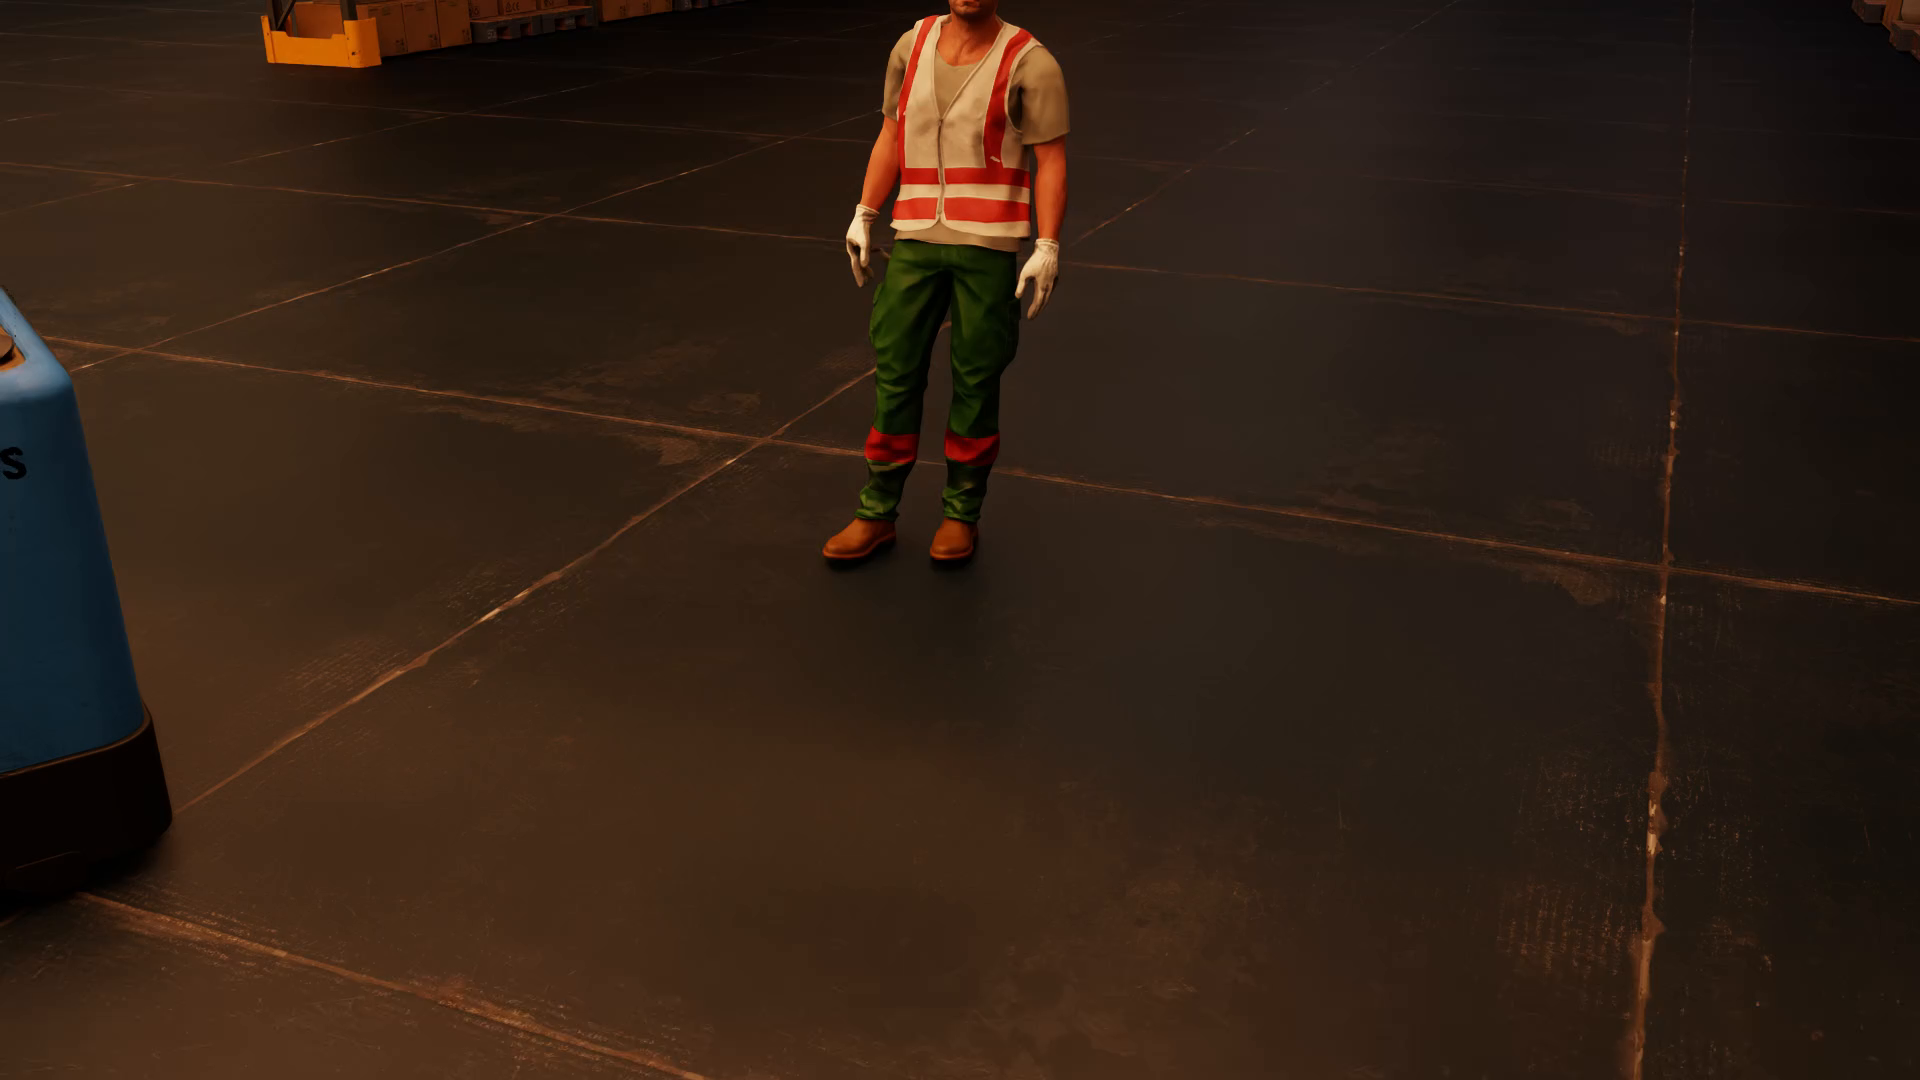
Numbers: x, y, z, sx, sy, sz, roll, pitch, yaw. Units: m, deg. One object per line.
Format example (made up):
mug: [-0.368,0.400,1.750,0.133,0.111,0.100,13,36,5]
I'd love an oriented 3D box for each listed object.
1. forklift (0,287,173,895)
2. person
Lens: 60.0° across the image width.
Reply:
forklift: [-3.142,-0.495,2.478,3.031,2.935,1.130,-16,27,-33]
person: [-0.042,-0.805,4.680,0.637,1.790,0.562,9,24,21]
